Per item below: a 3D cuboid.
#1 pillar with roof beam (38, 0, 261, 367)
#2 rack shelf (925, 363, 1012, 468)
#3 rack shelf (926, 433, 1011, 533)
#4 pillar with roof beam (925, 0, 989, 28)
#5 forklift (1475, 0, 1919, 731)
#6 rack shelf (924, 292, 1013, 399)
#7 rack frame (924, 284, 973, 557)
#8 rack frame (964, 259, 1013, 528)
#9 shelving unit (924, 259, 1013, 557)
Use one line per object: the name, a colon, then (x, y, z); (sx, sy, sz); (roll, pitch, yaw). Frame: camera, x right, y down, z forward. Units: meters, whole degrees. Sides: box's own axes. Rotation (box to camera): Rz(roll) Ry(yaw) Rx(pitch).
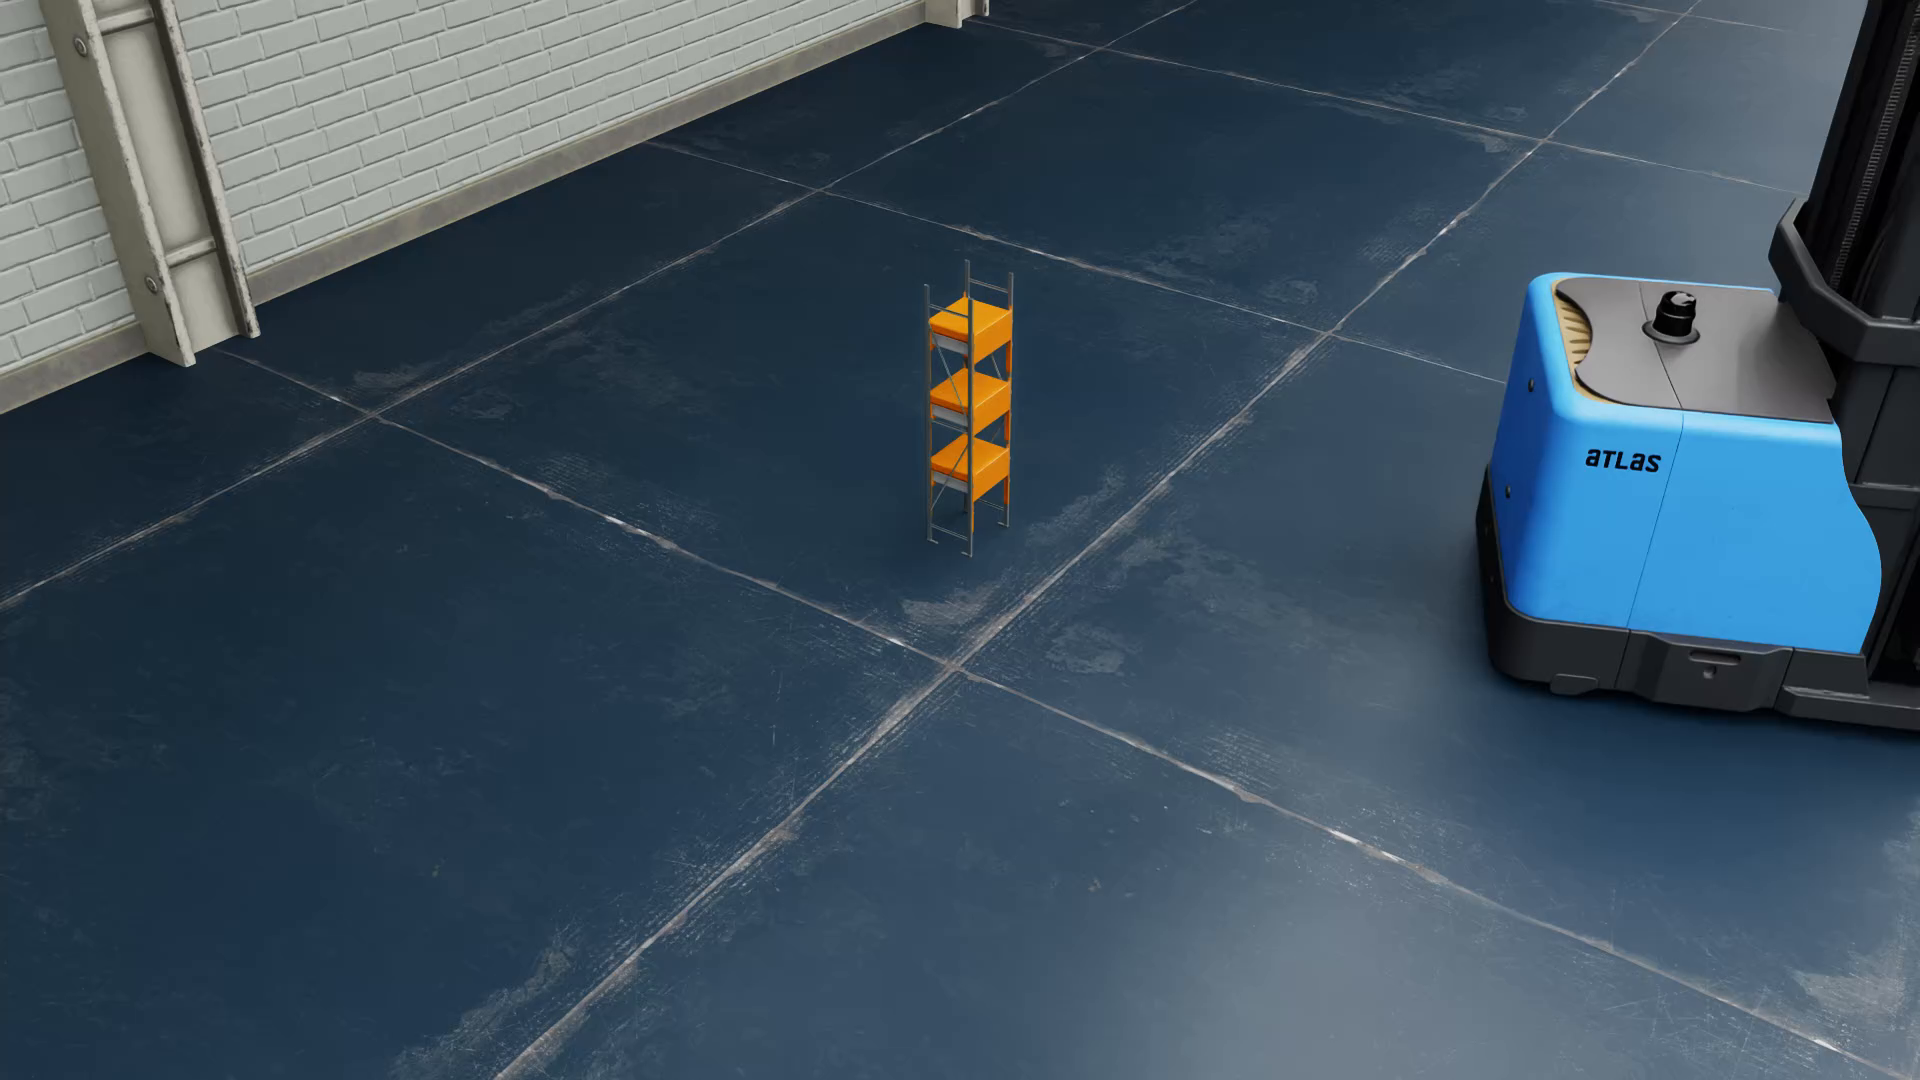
pillar with roof beam: (0.085, -3.258, 3.035); (9.100, 9.000, 0.400); (21, 39, 28)
rack shelf: (0.031, -0.451, 5.998); (0.215, 0.259, 0.240); (21, 39, 28)
rack shelf: (0.031, -0.221, 6.154); (0.215, 0.259, 0.240); (21, 39, 28)
pillar with roof beam: (3.506, -6.020, 7.118); (9.100, 9.000, 0.400); (21, 39, 28)
forklift: (3.337, -0.834, 4.866); (3.031, 2.935, 1.130); (6, 35, 9)
rack shelf: (0.031, -0.686, 5.839); (0.215, 0.259, 0.240); (21, 39, 28)
rack frame: (-0.039, -0.403, 5.909); (0.200, 1.050, 0.008); (21, 39, 28)
rack frame: (0.100, -0.516, 6.075); (0.200, 1.050, 0.008); (21, 39, 28)
shelving unit: (0.031, -0.460, 5.992); (0.215, 1.050, 0.252); (21, 39, 28)
